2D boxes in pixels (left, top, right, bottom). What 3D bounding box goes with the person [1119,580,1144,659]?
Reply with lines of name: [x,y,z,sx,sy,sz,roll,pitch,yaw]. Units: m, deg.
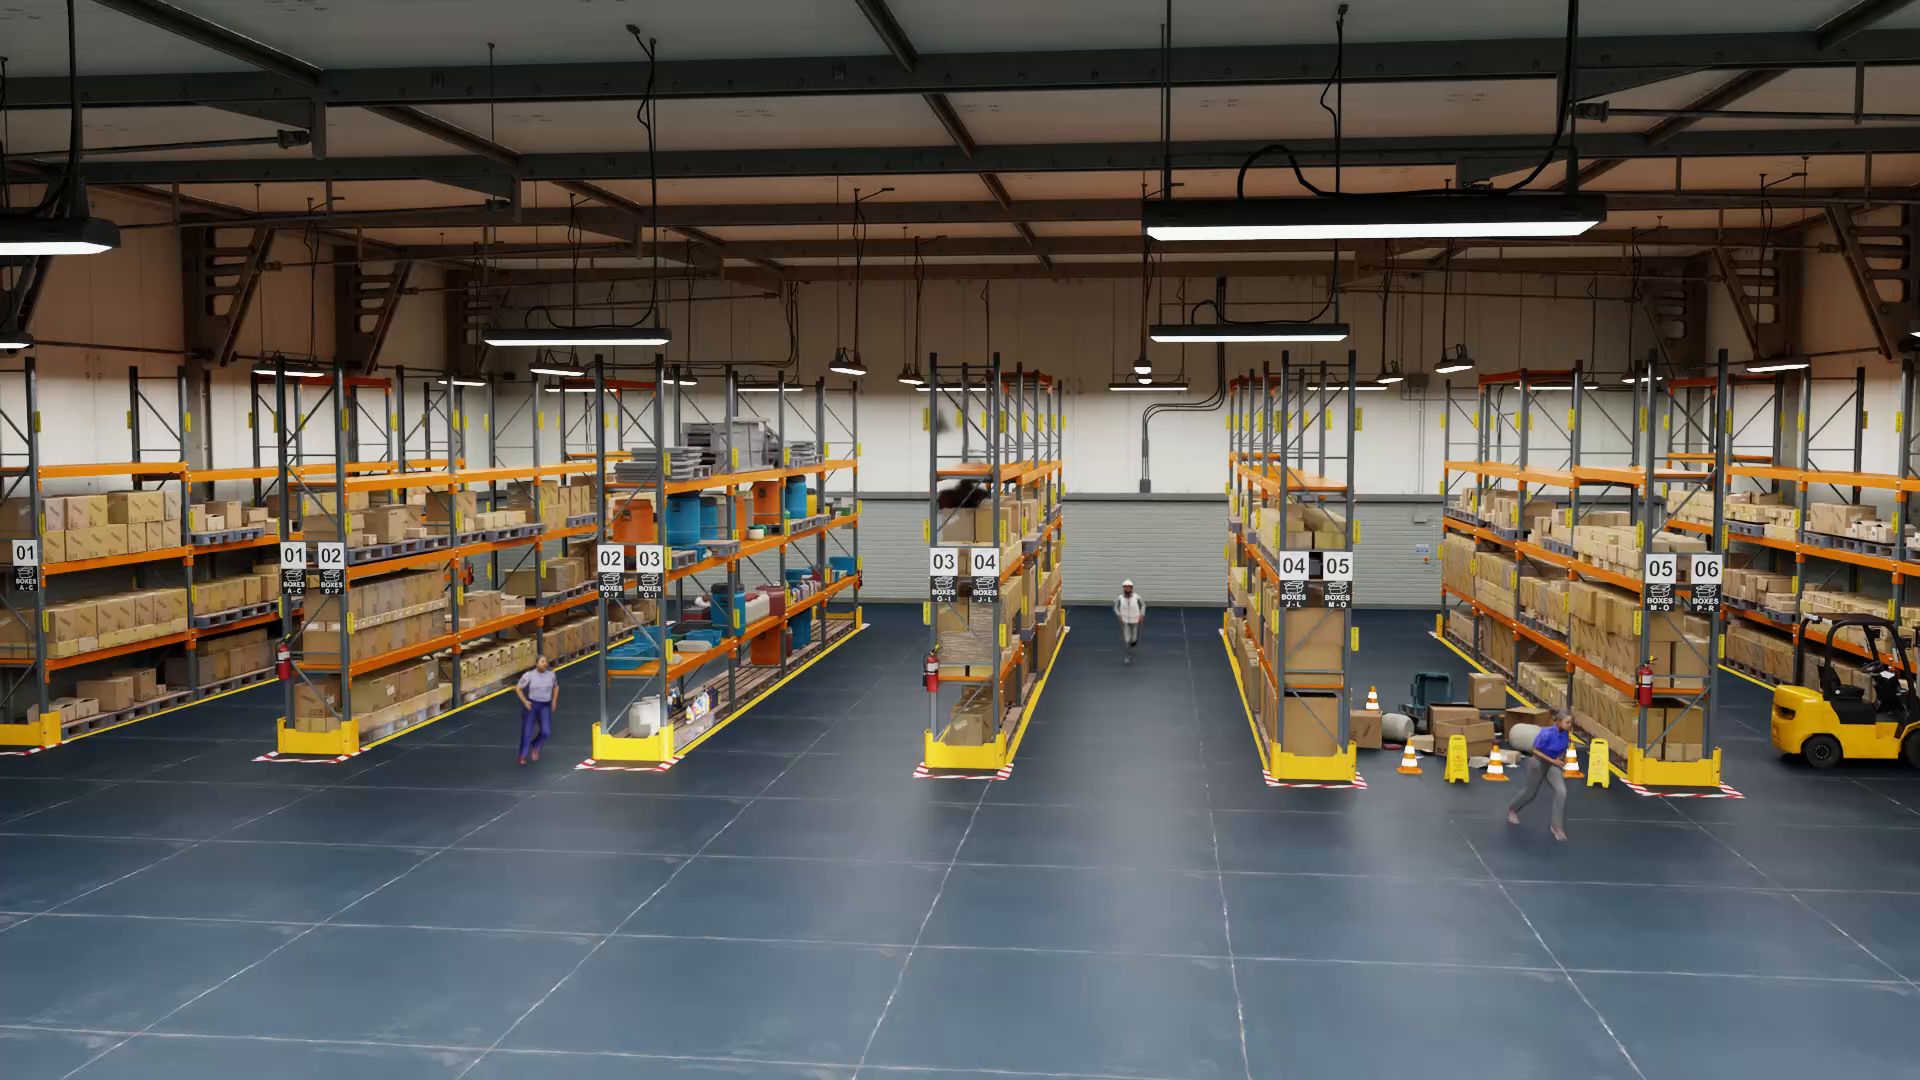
person: [3.551,1.667,34.592,0.573,1.676,0.611,0,4,6]

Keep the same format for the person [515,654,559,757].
person: [-6.177,2.447,24.432,0.662,1.503,0.531,-2,5,-27]

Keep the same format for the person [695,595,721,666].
person: [-5.204,1.790,34.642,0.611,1.615,0.977,1,4,12]

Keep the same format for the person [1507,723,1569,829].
person: [7.037,2.811,20.272,0.572,1.283,0.827,-2,5,-29]
